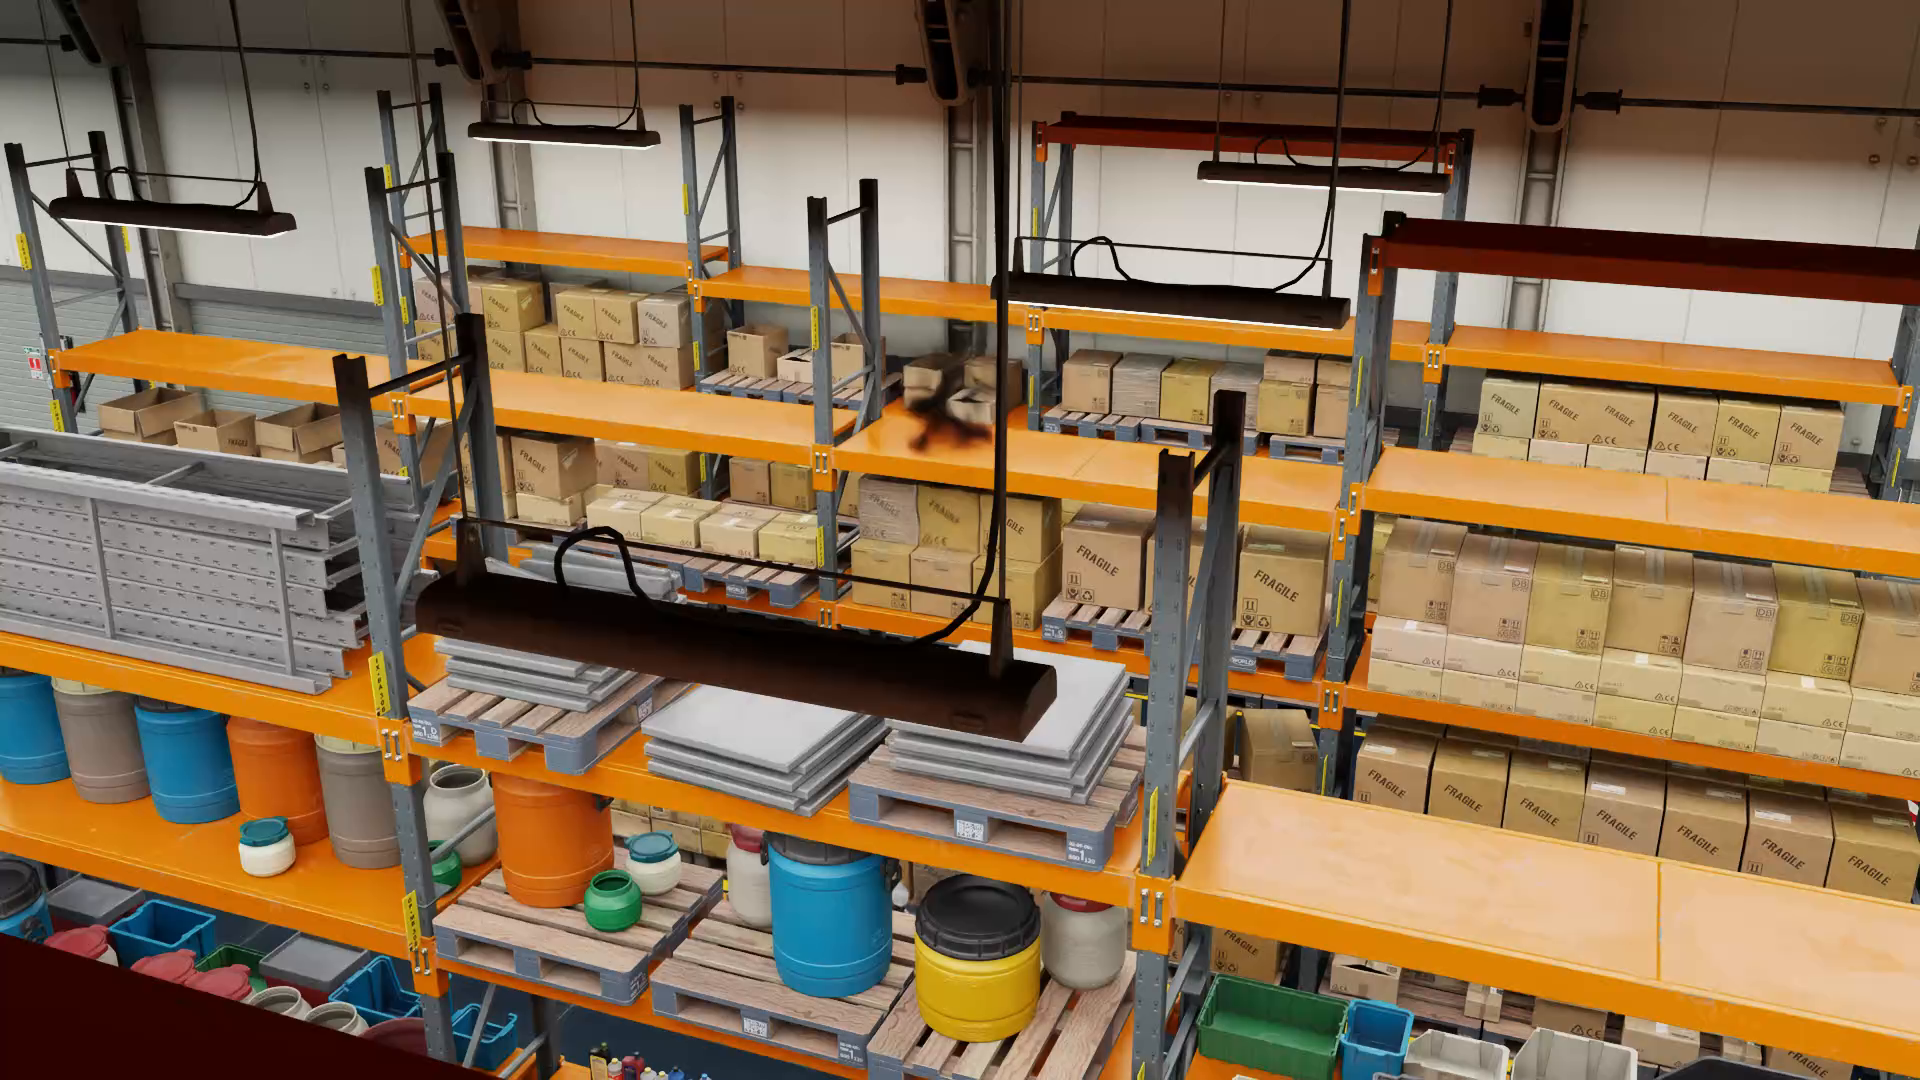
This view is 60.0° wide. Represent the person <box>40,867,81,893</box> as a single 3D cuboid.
[{"bbox_3d":[-7.214,2.535,13.491,0.682,1.621,0.507,5,21,14],"label":"person"}]

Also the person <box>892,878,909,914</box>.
[{"bbox_3d":[-0.510,3.131,11.843,0.553,1.644,0.574,6,22,16],"label":"person"}]
